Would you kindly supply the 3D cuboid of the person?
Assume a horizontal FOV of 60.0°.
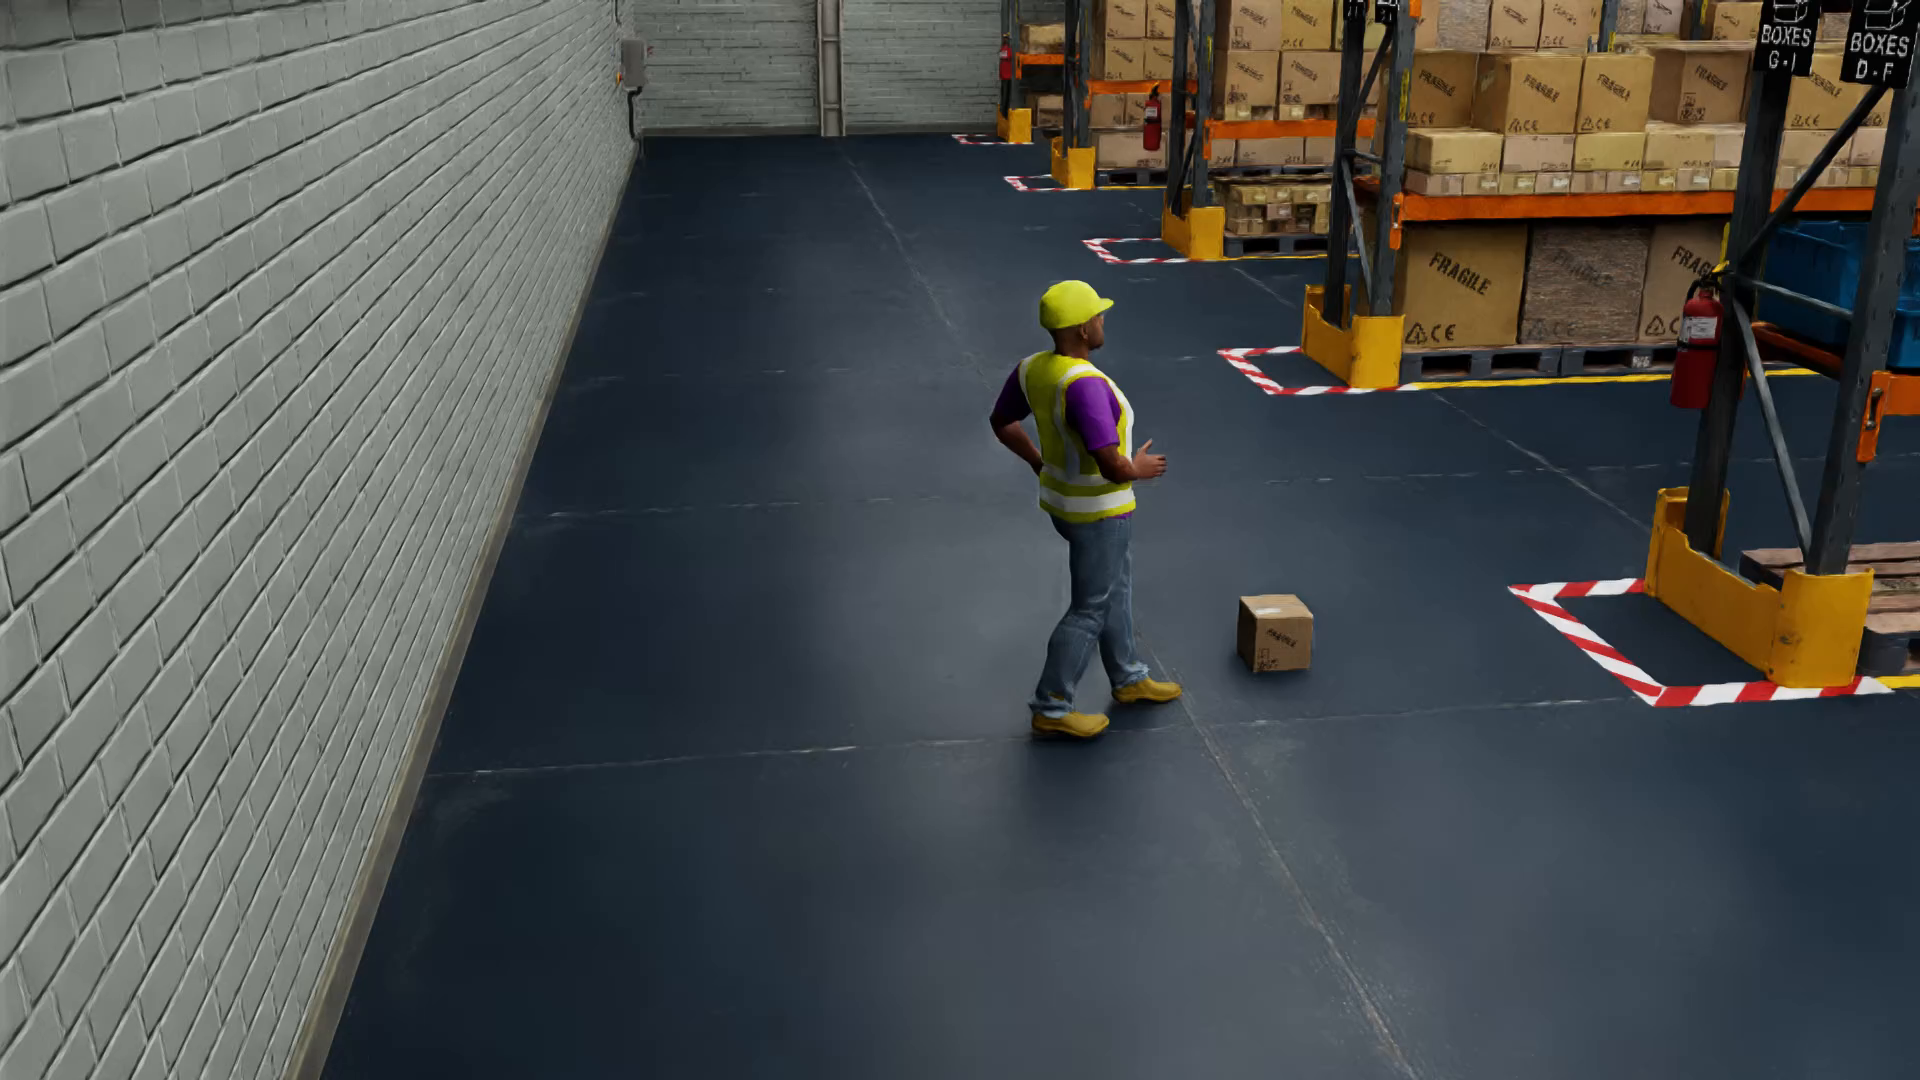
[{"bbox_3d":[0.582,-0.132,6.392,0.740,1.764,0.750,-8,21,-20],"label":"person"}]
